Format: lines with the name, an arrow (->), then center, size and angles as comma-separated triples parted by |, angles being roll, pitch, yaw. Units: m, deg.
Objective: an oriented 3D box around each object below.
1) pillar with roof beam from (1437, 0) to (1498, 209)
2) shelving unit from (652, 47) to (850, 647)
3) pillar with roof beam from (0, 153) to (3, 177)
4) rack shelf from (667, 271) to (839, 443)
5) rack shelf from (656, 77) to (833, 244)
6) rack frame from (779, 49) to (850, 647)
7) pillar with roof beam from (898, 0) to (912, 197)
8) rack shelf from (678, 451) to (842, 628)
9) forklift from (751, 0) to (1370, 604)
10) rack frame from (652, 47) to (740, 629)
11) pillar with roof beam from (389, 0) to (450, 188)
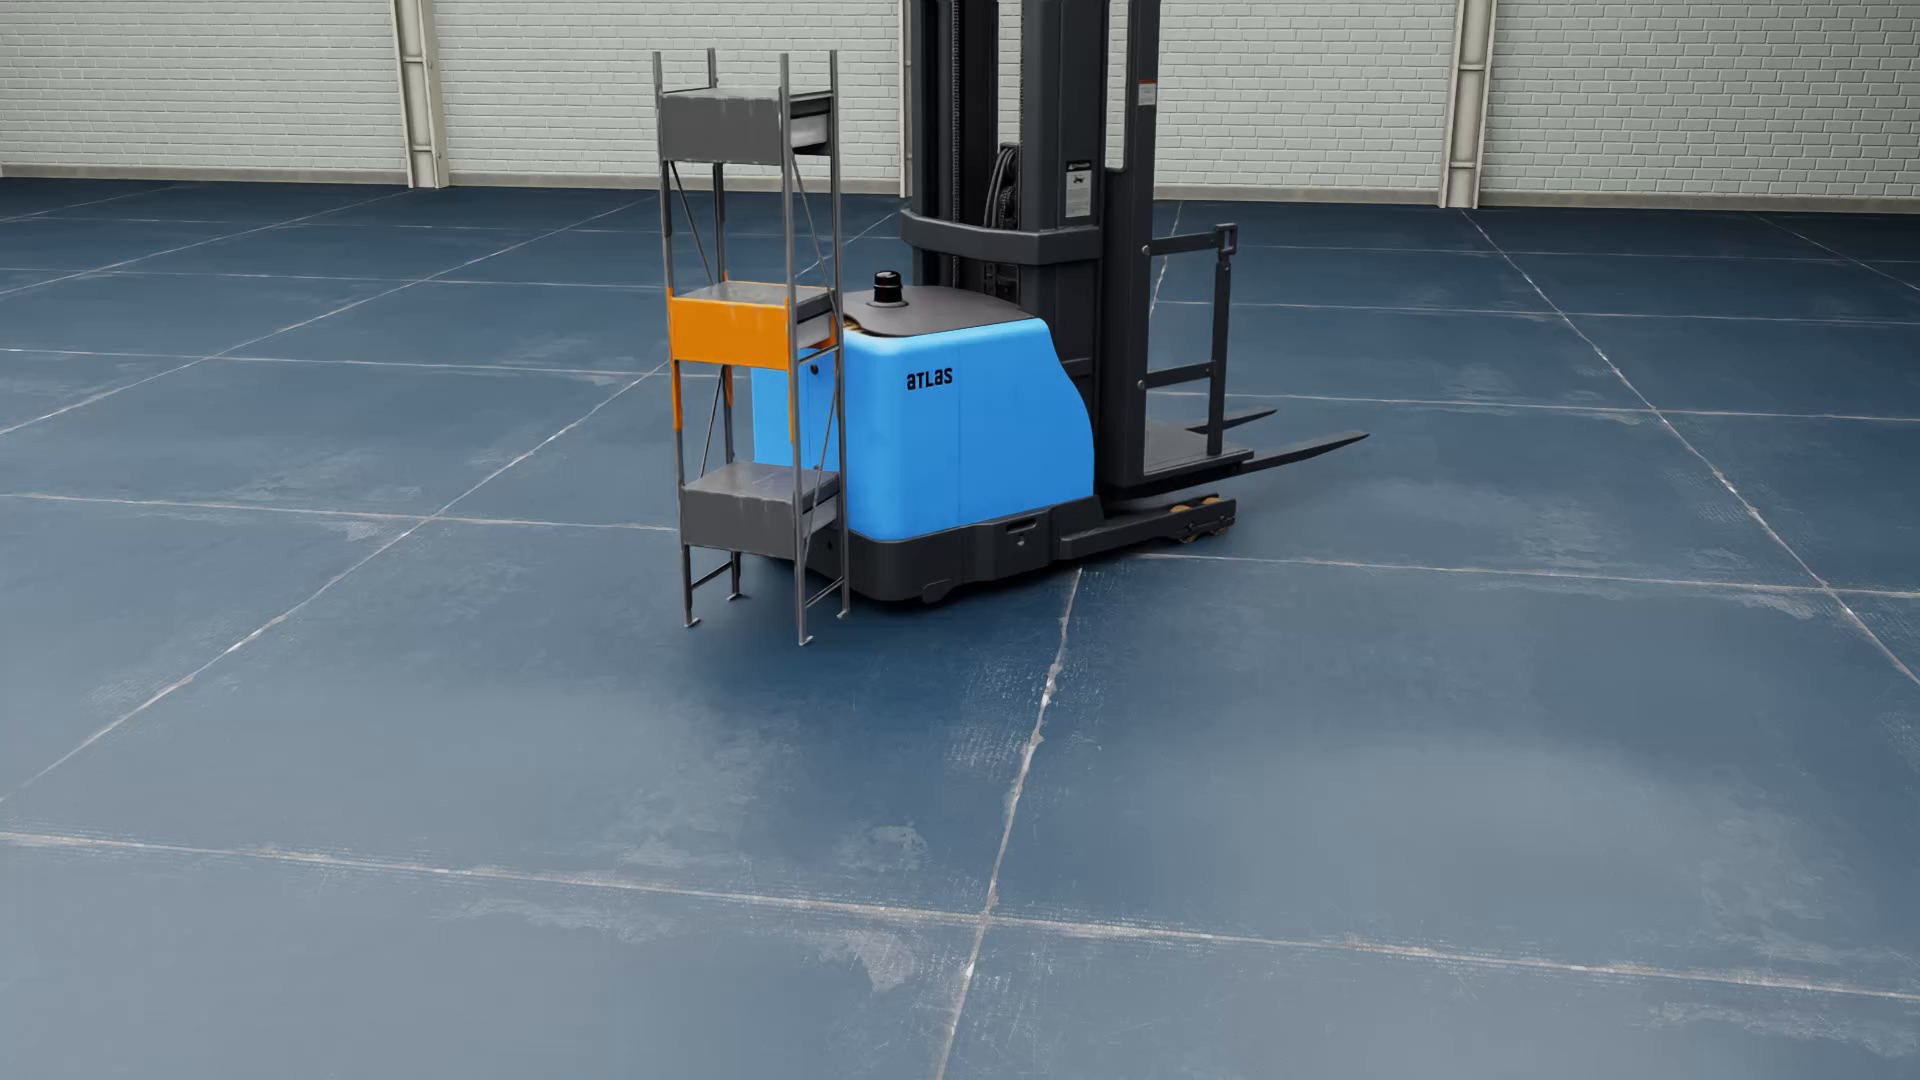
pillar with roof beam -> 4.773, -6.579, 12.782 | 0.400, 9.000, 9.100 | 3, 19, 9
shelving unit -> -0.737, -0.689, 6.054 | 0.503, 2.100, 0.431 | 7, 20, 21
pillar with roof beam -> -13.000, -7.485, 15.490 | 0.400, 9.000, 9.100 | 3, 19, 9
rack shelf -> -0.737, -0.676, 6.059 | 0.480, 0.518, 0.431 | 7, 20, 21
rack shelf -> -0.737, -1.340, 5.836 | 0.480, 0.518, 0.431 | 7, 20, 21
rack frame -> -0.511, -0.660, 5.967 | 0.015, 2.100, 0.400 | 7, 20, 21
pillar with roof beam -> -1.152, -6.881, 13.685 | 0.400, 9.000, 9.100 | 3, 19, 9
rack shelf -> -0.737, -0.013, 6.281 | 0.480, 0.518, 0.431 | 7, 20, 21
forklift -> 0.605, -1.495, 7.153 | 3.031, 2.935, 1.130 | -13, 23, -35
rack frame -> -0.963, -0.719, 6.142 | 0.015, 2.100, 0.400 | 7, 20, 21
pillar with roof beam -> -7.076, -7.183, 14.587 | 0.400, 9.000, 9.100 | 3, 19, 9
